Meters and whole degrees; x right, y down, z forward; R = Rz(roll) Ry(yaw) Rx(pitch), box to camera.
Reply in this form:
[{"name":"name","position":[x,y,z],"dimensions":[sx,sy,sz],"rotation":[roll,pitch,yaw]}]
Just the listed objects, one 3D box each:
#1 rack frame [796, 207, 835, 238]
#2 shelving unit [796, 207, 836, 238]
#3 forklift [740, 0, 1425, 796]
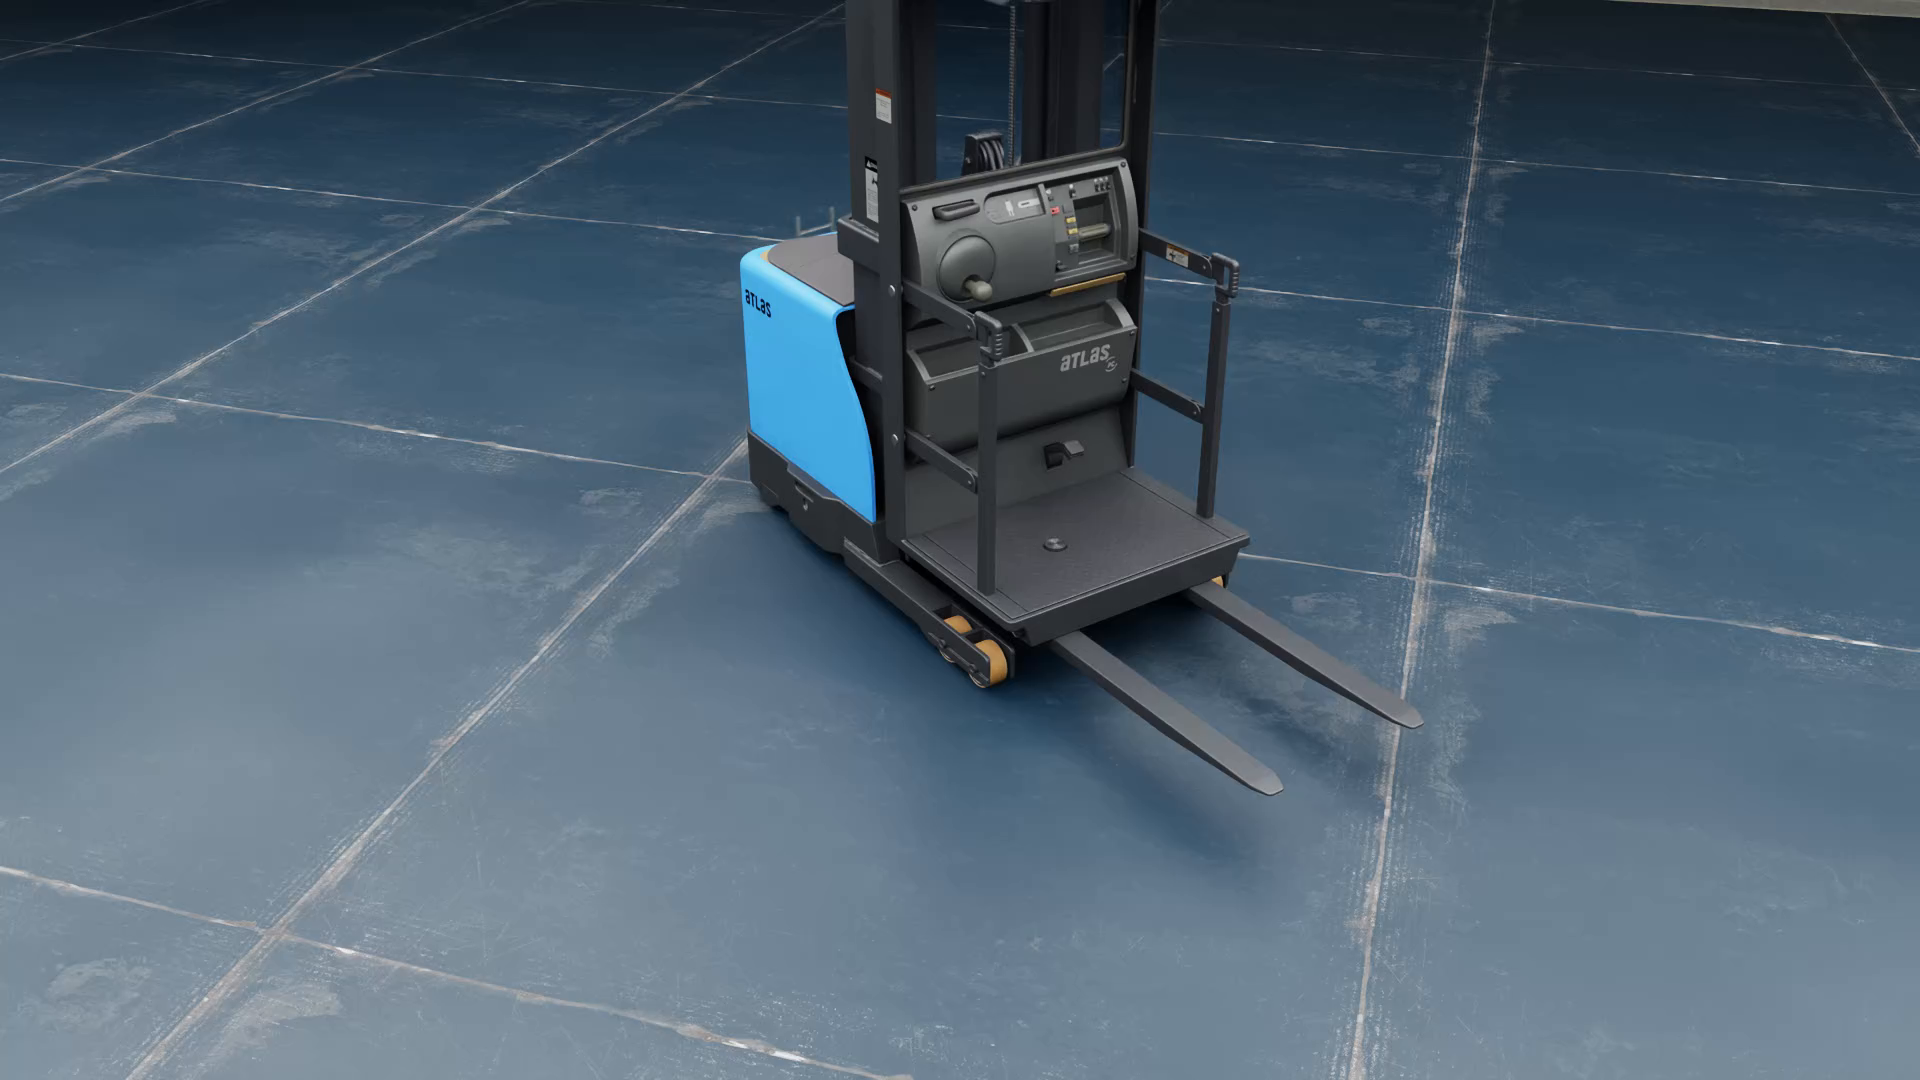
[{"name":"rack frame","position":[-0.617,-0.942,7.360],"dimensions":[0.200,1.050,0.008],"rotation":[-25,37,-36]},{"name":"shelving unit","position":[-0.534,-0.898,7.282],"dimensions":[0.215,1.050,0.252],"rotation":[-25,37,-36]},{"name":"forklift","position":[0.349,-1.029,5.585],"dimensions":[1.130,2.935,3.031],"rotation":[-18,34,-29]}]
